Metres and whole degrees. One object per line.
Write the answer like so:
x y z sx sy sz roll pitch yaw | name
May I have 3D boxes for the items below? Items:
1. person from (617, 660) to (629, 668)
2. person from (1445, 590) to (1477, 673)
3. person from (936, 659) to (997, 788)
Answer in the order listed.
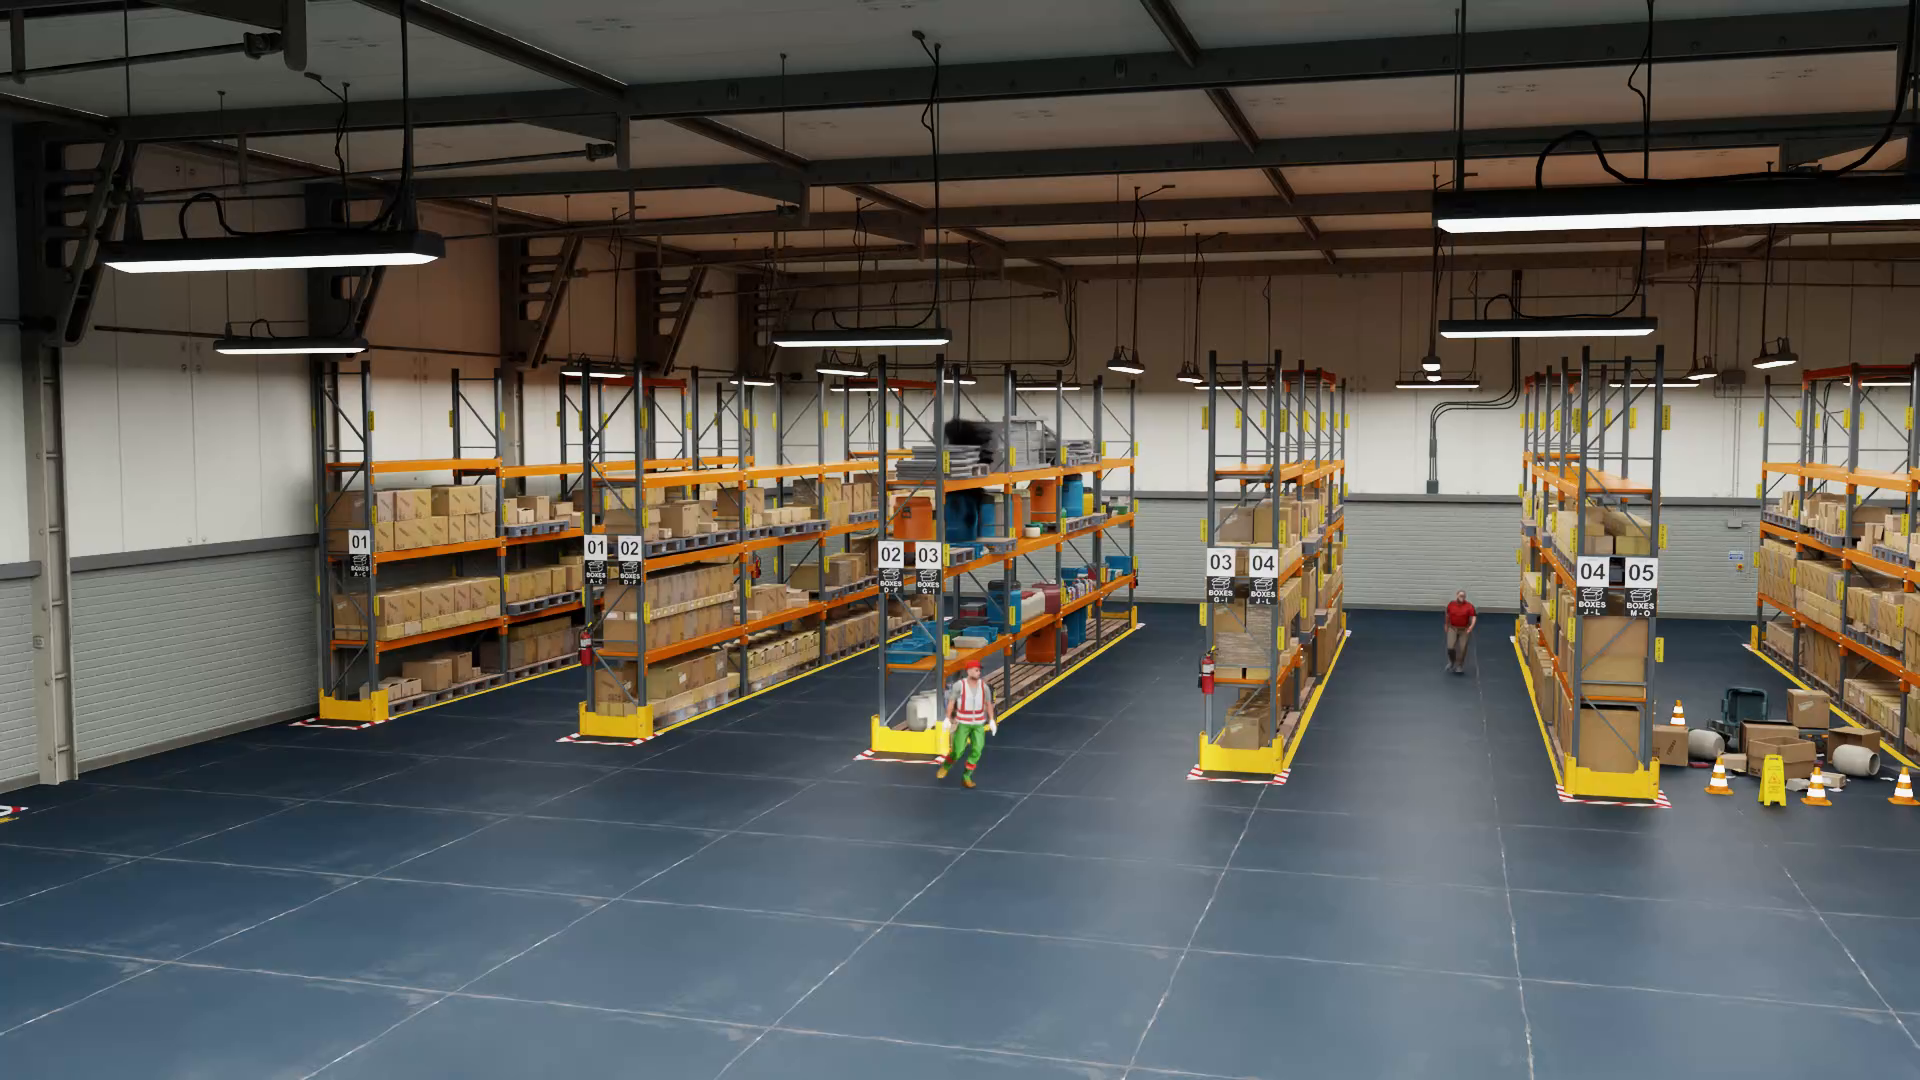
-6.714 1.781 33.231 0.600 1.678 0.643 1 4 10 | person
9.868 1.811 32.843 0.657 1.680 0.798 2 4 22 | person
0.076 2.497 22.745 0.766 1.749 0.557 -1 4 -17 | person
